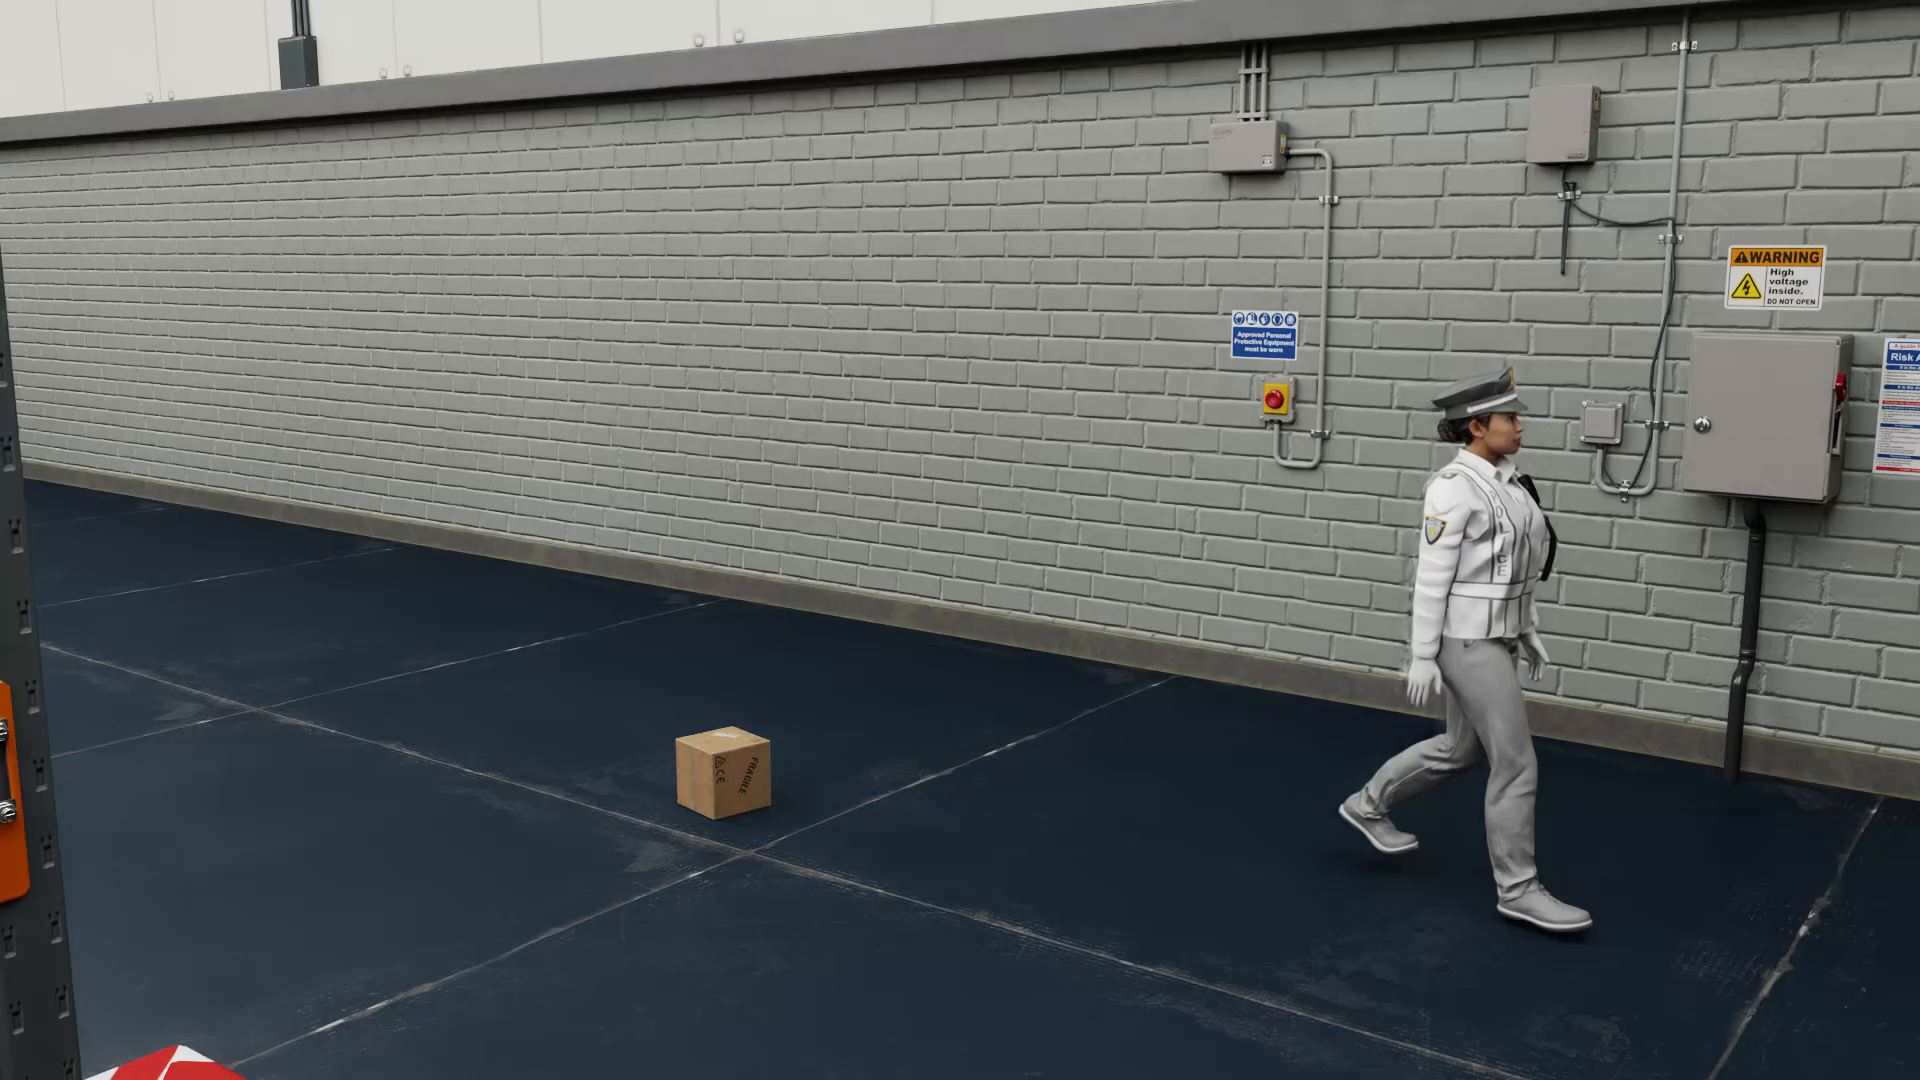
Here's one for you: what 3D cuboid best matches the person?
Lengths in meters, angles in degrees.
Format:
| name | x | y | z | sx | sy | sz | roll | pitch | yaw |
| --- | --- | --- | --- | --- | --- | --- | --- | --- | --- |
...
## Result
| name | x | y | z | sx | sy | sz | roll | pitch | yaw |
| --- | --- | --- | --- | --- | --- | --- | --- | --- | --- |
| person | 1.565 | 0.291 | 5.091 | 0.878 | 1.653 | 0.492 | 7 | 12 | 37 |
